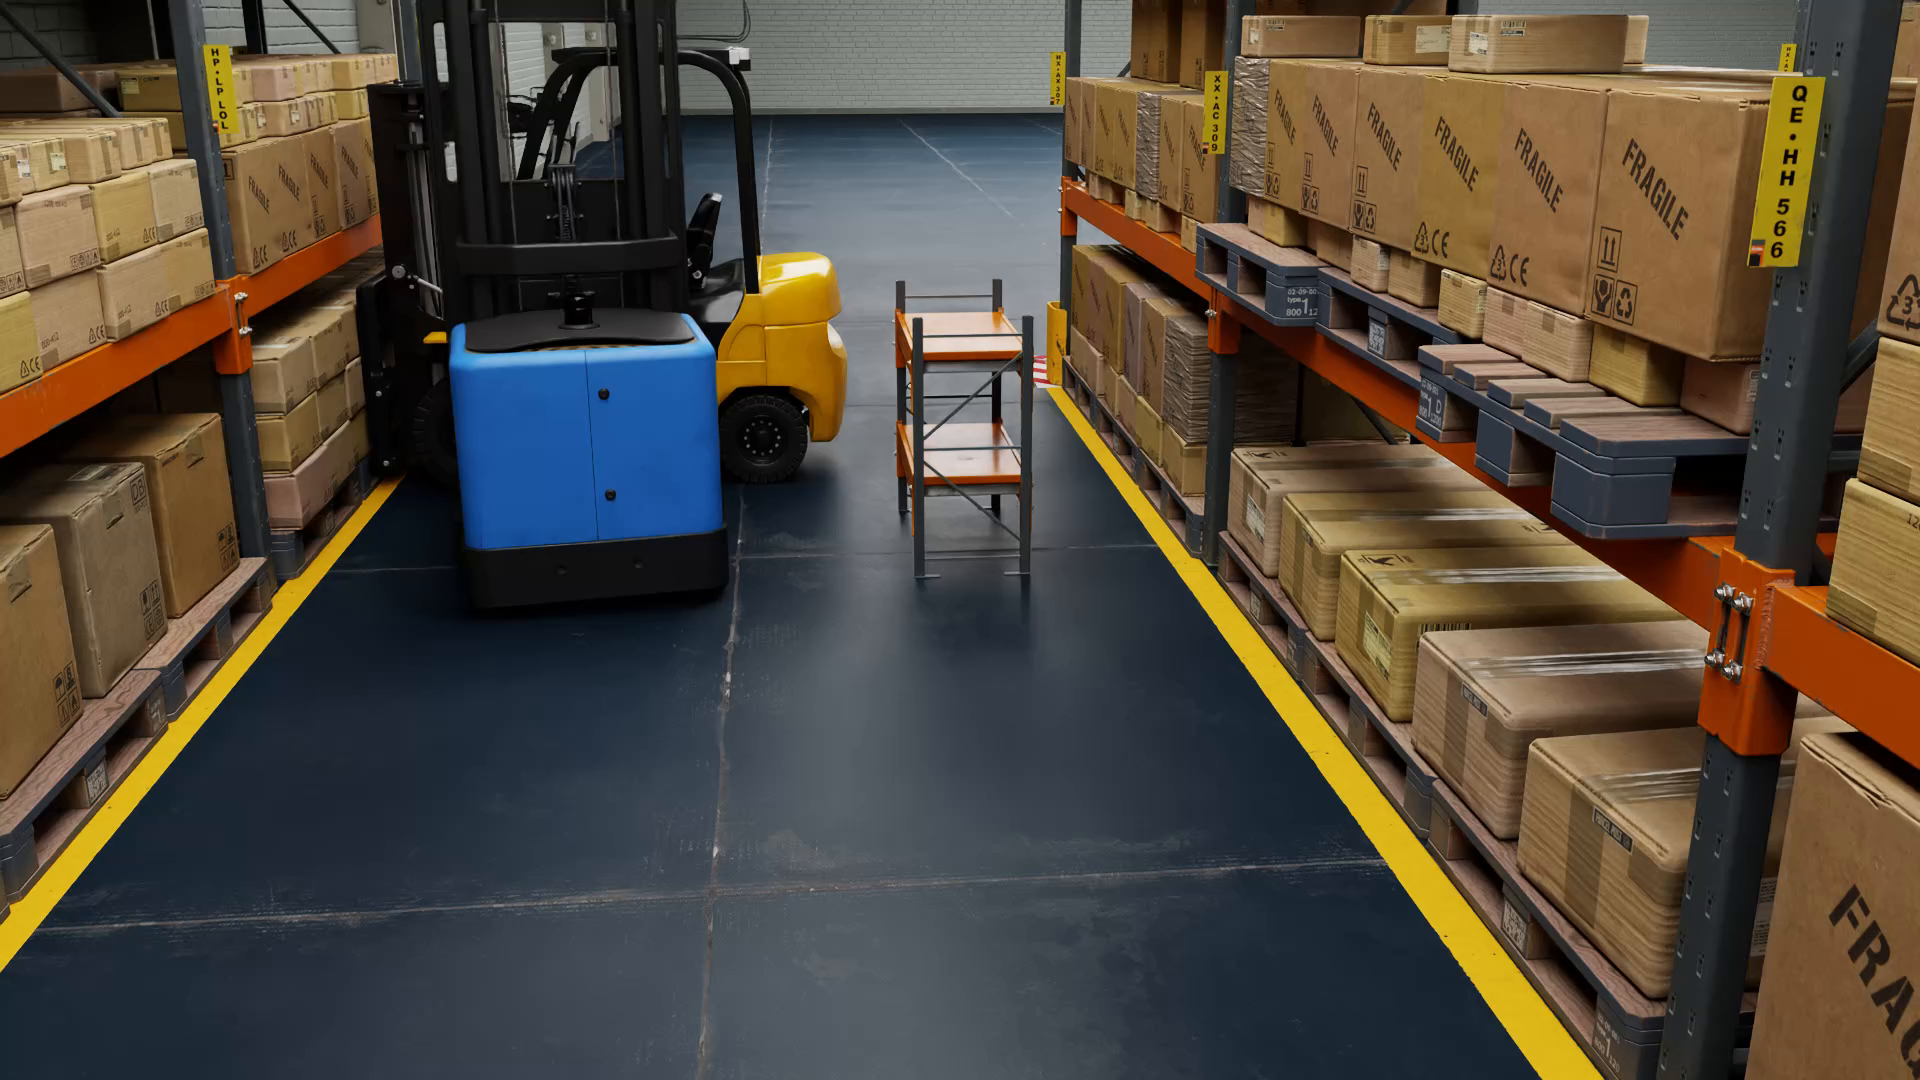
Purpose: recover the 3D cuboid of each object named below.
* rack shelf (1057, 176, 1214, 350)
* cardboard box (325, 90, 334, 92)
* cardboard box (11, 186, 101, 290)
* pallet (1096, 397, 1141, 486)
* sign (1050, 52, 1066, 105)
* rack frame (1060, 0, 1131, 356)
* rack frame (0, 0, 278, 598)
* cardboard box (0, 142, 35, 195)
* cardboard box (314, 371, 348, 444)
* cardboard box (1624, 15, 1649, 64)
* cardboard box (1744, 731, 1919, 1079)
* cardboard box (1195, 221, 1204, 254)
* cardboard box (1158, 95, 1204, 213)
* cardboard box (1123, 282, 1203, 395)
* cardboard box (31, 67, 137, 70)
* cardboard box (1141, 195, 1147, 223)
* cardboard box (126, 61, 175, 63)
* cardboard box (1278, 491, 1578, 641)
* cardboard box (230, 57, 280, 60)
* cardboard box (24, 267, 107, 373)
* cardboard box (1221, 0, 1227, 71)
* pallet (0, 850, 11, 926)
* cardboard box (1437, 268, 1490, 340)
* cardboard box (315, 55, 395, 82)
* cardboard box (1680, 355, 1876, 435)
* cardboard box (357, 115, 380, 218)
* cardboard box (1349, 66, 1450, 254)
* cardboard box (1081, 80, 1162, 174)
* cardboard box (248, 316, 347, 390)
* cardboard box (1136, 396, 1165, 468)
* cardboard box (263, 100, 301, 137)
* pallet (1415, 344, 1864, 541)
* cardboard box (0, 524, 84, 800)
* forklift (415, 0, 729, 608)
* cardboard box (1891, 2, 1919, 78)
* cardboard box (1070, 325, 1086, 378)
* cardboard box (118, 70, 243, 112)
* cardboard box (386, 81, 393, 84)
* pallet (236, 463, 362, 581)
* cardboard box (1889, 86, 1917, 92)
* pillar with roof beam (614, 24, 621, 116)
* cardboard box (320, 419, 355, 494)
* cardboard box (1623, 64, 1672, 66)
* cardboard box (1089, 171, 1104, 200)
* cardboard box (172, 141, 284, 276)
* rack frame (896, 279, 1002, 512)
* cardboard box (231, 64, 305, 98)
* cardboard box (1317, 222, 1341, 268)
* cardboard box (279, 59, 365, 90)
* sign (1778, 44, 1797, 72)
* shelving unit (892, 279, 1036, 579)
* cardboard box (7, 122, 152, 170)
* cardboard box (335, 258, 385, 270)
[{"bbox_3d":[1.371,-1.592,8.940,1.077,0.370,4.000,-2,18,-6],"label":"rack shelf"},{"bbox_3d":[-3.365,-2.180,8.364,0.380,0.149,0.250,-2,18,-6],"label":"cardboard box"},{"bbox_3d":[-2.948,-0.908,4.976,0.500,0.250,0.500,-1,17,-5],"label":"cardboard box"},{"bbox_3d":[1.343,-0.572,9.147,1.003,0.211,1.213,-2,18,-6],"label":"pallet"},{"bbox_3d":[0.625,-2.927,10.547,0.100,0.325,0.005,-2,18,-6],"label":"sign"},{"bbox_3d":[1.164,-2.531,10.731,1.000,3.000,0.127,-2,18,-6],"label":"rack frame"},{"bbox_3d":[-3.360,-1.185,6.443,1.000,3.000,0.127,-2,18,-6],"label":"rack frame"},{"bbox_3d":[-2.943,-1.067,4.818,0.380,0.149,0.250,-2,18,-5],"label":"cardboard box"},{"bbox_3d":[-3.157,-0.615,7.684,0.500,0.250,0.500,-2,18,-6],"label":"cardboard box"},{"bbox_3d":[1.985,-1.622,5.388,0.380,0.149,0.250,-3,18,-8],"label":"cardboard box"},{"bbox_3d":[1.978,0.874,2.730,0.875,0.875,0.875,-2,18,-6],"label":"cardboard box"},{"bbox_3d":[1.241,-1.306,7.247,0.380,0.149,0.250,-2,18,-6],"label":"cardboard box"},{"bbox_3d":[1.224,-1.807,7.760,0.500,0.500,0.500,-1,17,-4],"label":"cardboard box"},{"bbox_3d":[1.141,-1.057,8.673,0.500,0.500,0.500,-1,17,-3],"label":"cardboard box"},{"bbox_3d":[-3.719,-1.924,7.051,0.380,0.149,0.250,-2,18,-6],"label":"cardboard box"},{"bbox_3d":[1.136,-1.685,8.457,0.380,0.149,0.250,-2,18,-7],"label":"cardboard box"},{"bbox_3d":[-3.788,-2.228,8.021,0.380,0.149,0.250,-1,17,-4],"label":"cardboard box"},{"bbox_3d":[1.711,0.085,6.086,0.950,0.372,0.625,-1,17,-2],"label":"cardboard box"},{"bbox_3d":[-3.905,-2.537,9.005,0.380,0.149,0.250,-2,18,-5],"label":"cardboard box"},{"bbox_3d":[-2.970,-0.672,5.062,0.500,0.250,0.500,-2,18,-5],"label":"cardboard box"},{"bbox_3d":[1.691,-2.447,8.130,0.700,0.500,0.500,-2,18,-7],"label":"cardboard box"},{"bbox_3d":[-2.993,1.091,3.849,1.003,0.211,1.213,-2,18,-6],"label":"pallet"},{"bbox_3d":[1.491,-0.626,4.383,0.380,0.149,0.250,-1,17,-5],"label":"cardboard box"},{"bbox_3d":[-3.470,-2.703,9.532,0.380,0.149,0.250,-2,18,-6],"label":"cardboard box"},{"bbox_3d":[1.722,-0.318,3.401,0.380,0.149,0.250,-1,17,-4],"label":"cardboard box"},{"bbox_3d":[-3.363,-1.978,8.803,0.500,0.500,0.500,-2,18,-7],"label":"cardboard box"},{"bbox_3d":[1.493,-1.131,4.907,0.500,0.500,0.500,-2,18,-8],"label":"cardboard box"},{"bbox_3d":[0.994,-2.417,9.703,0.500,0.500,0.500,-1,17,-4],"label":"cardboard box"},{"bbox_3d":[-3.140,-0.857,7.618,0.500,0.250,0.500,-2,18,-6],"label":"cardboard box"},{"bbox_3d":[1.184,-0.554,8.322,0.500,0.250,0.500,-2,18,-7],"label":"cardboard box"},{"bbox_3d":[-3.166,-1.875,7.390,0.380,0.149,0.250,-1,17,-4],"label":"cardboard box"},{"bbox_3d":[1.810,-0.265,3.833,1.213,0.211,1.003,-2,18,-6],"label":"pallet"},{"bbox_3d":[-3.143,0.358,4.791,0.875,0.625,0.625,-3,18,-8],"label":"cardboard box"},{"bbox_3d":[-1.845,-1.531,7.662,1.130,2.935,3.031,-5,18,-15],"label":"forklift"},{"bbox_3d":[6.226,-3.028,10.261,0.875,0.550,0.550,-2,18,-6],"label":"cardboard box"},{"bbox_3d":[0.972,-1.170,10.287,0.500,0.250,0.500,-2,18,-6],"label":"cardboard box"},{"bbox_3d":[-3.098,-1.788,6.618,0.380,0.149,0.250,-1,17,-5],"label":"cardboard box"},{"bbox_3d":[-3.402,-2.564,9.585,0.380,0.149,0.250,-1,17,-5],"label":"cardboard box"},{"bbox_3d":[-3.400,-0.093,7.619,1.003,0.211,1.213,-2,18,-6],"label":"pallet"},{"bbox_3d":[2.173,-0.679,3.466,0.500,0.500,0.500,-2,18,-7],"label":"cardboard box"},{"bbox_3d":[-3.409,-14.074,37.484,9.100,9.000,0.400,-2,18,-6],"label":"pillar with roof beam"},{"bbox_3d":[-3.148,-0.378,7.764,0.500,0.250,0.500,-2,18,-7],"label":"cardboard box"},{"bbox_3d":[1.952,-1.297,5.436,0.500,0.500,0.500,-1,17,-4],"label":"cardboard box"},{"bbox_3d":[0.961,-2.070,9.682,0.380,0.149,0.250,-2,17,-5],"label":"cardboard box"},{"bbox_3d":[-3.146,-1.373,6.874,0.500,0.500,0.500,-2,18,-7],"label":"cardboard box"},{"bbox_3d":[-0.052,-0.686,7.985,0.500,1.125,0.032,-2,18,-6],"label":"rack frame"},{"bbox_3d":[-3.228,-2.095,7.596,0.380,0.149,0.250,-2,18,-7],"label":"cardboard box"},{"bbox_3d":[1.427,-1.010,5.606,0.380,0.149,0.250,-2,17,-5],"label":"cardboard box"},{"bbox_3d":[-3.295,-2.398,8.561,0.380,0.149,0.250,-1,17,-5],"label":"cardboard box"},{"bbox_3d":[5.525,-3.149,11.123,0.100,0.325,0.005,-2,18,-6],"label":"sign"},{"bbox_3d":[0.001,-0.535,7.502,0.538,1.125,1.048,-2,18,-6],"label":"shelving unit"},{"bbox_3d":[-3.059,-1.371,5.785,0.380,0.149,0.250,-2,18,-6],"label":"cardboard box"},{"bbox_3d":[-3.356,-1.462,9.547,0.500,0.250,0.500,-1,17,-5],"label":"cardboard box"}]
